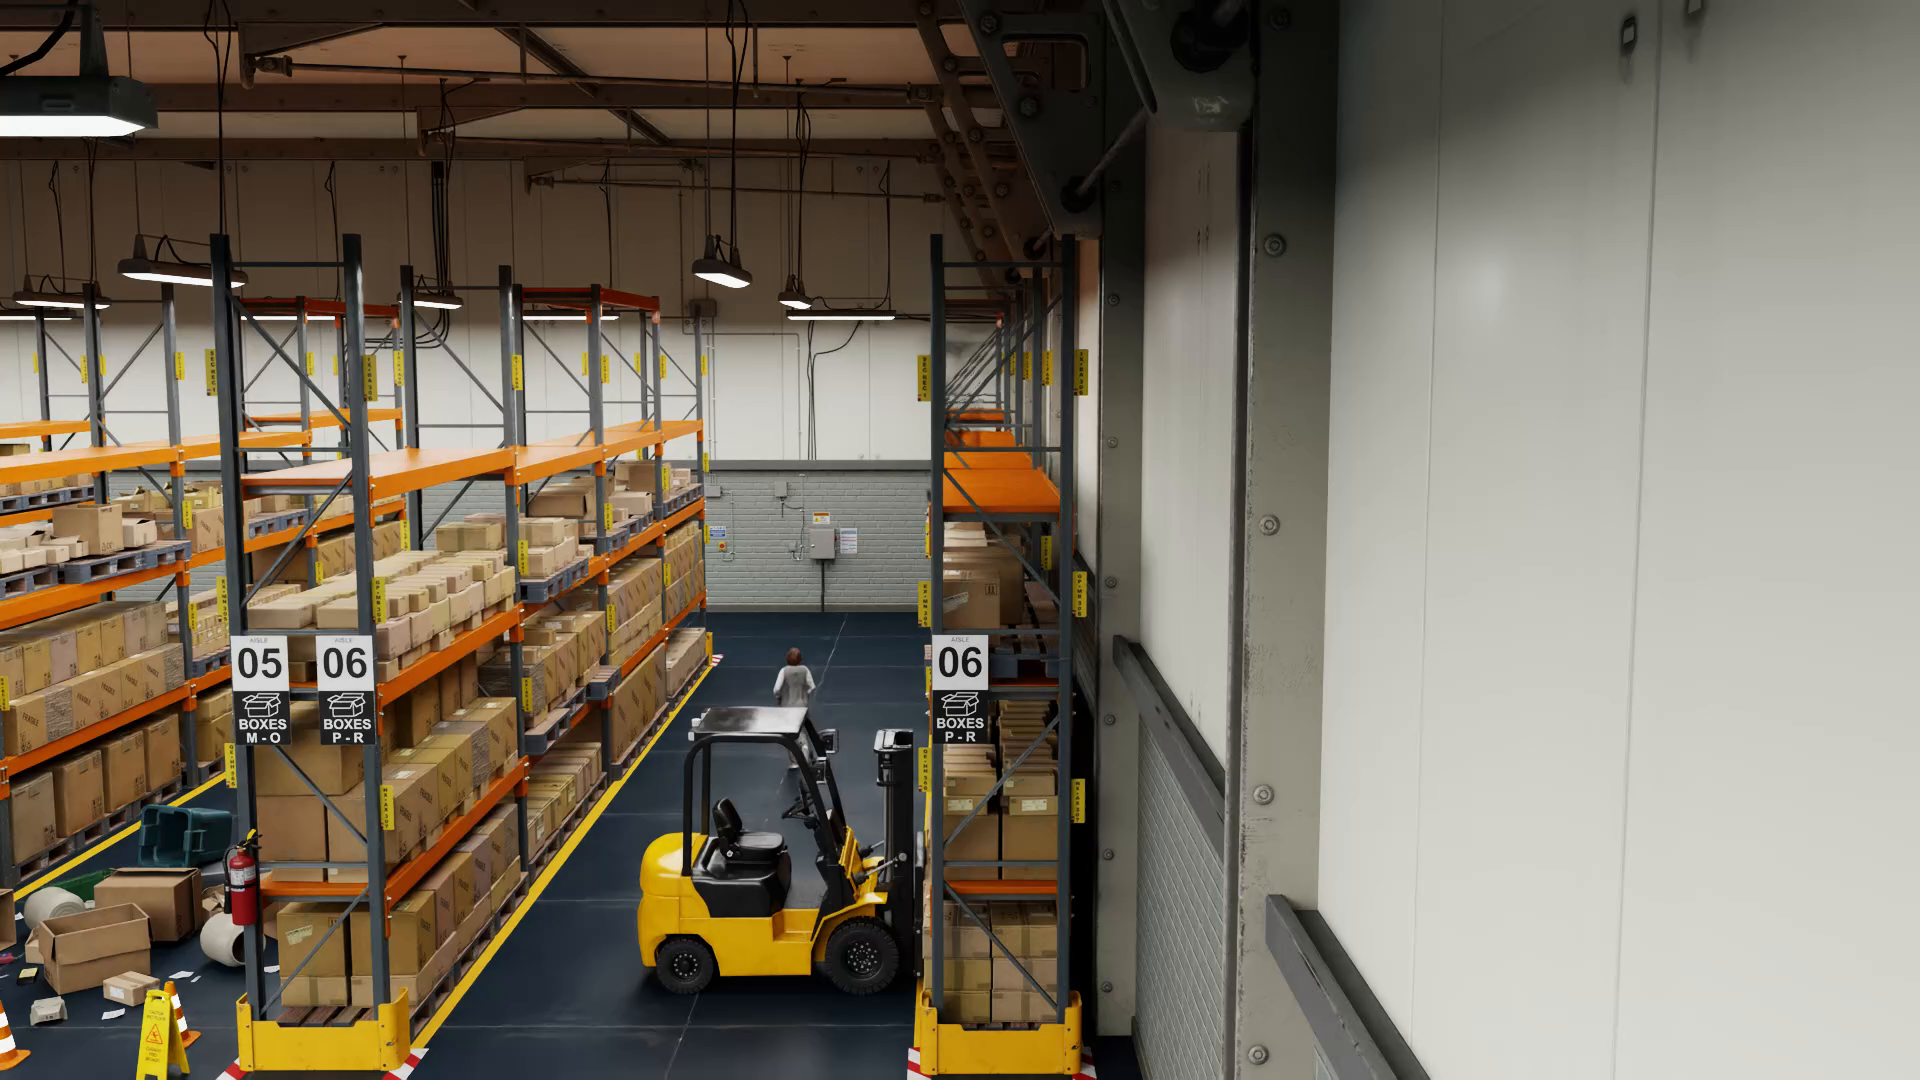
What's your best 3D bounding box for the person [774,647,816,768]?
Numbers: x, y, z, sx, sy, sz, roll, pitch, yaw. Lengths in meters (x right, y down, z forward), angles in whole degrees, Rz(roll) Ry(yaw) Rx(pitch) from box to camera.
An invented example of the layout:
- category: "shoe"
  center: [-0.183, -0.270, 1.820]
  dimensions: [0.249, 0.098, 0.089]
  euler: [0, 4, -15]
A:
- category: "person"
  center: [-2.055, 2.128, 20.682]
  dimensions: [0.538, 1.551, 0.676]
  euler: [-2, 7, -15]
